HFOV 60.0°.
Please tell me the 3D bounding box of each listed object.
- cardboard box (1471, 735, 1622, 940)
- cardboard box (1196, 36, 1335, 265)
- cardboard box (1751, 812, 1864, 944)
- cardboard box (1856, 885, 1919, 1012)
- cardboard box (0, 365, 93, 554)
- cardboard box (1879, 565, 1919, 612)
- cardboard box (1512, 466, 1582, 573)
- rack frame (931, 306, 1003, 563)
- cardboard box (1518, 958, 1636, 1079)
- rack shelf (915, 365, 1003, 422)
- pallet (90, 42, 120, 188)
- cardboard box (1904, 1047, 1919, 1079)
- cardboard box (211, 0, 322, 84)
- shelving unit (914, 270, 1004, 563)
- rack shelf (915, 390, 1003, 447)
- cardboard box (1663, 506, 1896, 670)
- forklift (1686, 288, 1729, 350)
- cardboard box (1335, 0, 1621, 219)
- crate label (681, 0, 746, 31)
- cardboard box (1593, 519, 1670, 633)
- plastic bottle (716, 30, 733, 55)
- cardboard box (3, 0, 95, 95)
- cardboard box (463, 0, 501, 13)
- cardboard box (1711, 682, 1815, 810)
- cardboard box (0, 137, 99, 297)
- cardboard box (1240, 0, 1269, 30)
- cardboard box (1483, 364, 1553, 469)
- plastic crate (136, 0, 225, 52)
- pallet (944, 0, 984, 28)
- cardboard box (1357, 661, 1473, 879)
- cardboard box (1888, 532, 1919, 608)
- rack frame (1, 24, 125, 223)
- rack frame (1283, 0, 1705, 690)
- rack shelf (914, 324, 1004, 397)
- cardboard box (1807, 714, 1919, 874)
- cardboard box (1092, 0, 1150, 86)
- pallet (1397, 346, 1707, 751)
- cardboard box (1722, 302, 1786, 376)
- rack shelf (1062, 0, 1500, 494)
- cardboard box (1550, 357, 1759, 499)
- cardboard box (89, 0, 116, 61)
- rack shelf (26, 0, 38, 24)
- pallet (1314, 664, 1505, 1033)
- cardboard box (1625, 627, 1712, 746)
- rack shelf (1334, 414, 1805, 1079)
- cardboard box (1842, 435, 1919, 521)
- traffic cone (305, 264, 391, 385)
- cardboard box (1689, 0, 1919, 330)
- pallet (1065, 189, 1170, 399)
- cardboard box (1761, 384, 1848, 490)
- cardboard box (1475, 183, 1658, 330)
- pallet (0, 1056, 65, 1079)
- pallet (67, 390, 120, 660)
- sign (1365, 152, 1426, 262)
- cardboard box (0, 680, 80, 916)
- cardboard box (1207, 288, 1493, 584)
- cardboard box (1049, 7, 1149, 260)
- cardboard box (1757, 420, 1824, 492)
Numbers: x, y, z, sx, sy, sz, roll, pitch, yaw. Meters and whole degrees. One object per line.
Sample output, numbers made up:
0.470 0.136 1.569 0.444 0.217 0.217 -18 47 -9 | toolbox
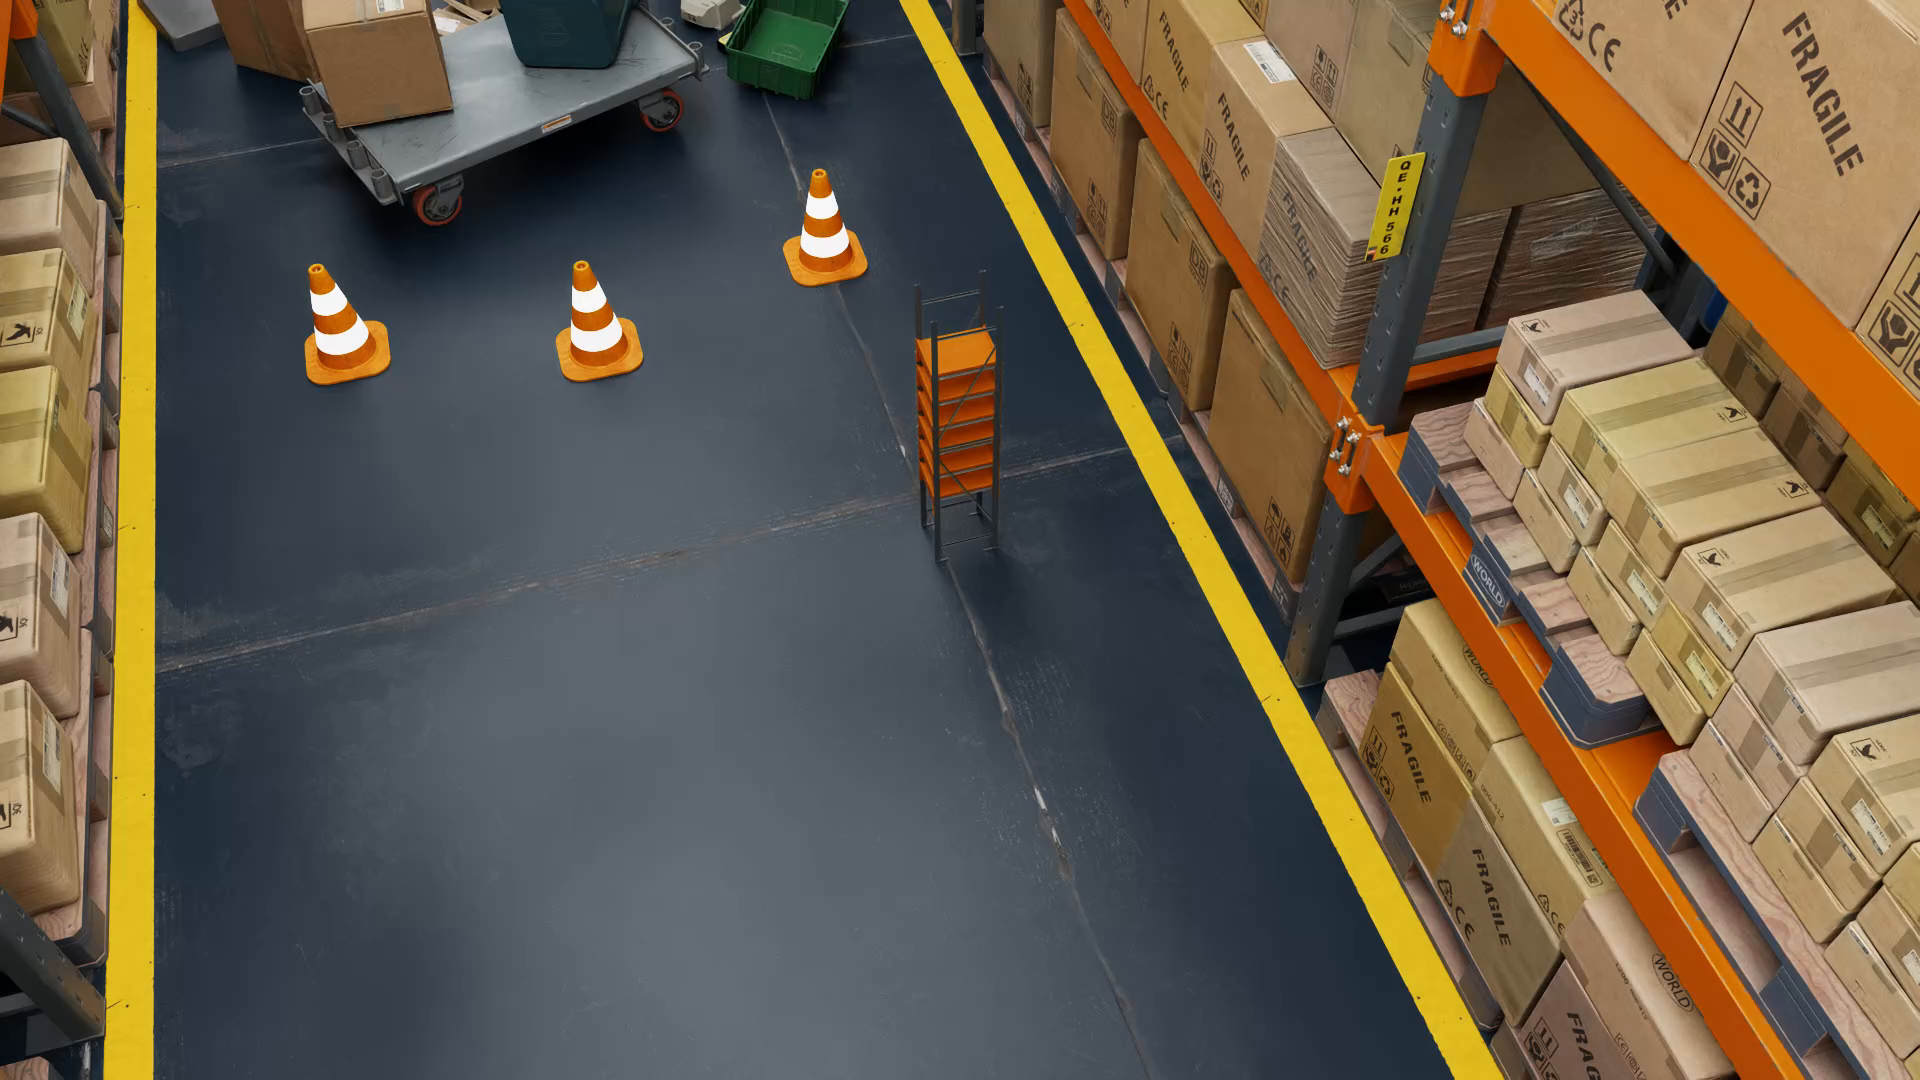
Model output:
1.761 0.757 4.520 0.500 0.250 0.500 -14 51 -11 | cardboard box
1.102 -1.266 5.290 0.500 0.500 0.500 -13 51 -11 | cardboard box
1.972 0.685 3.600 0.380 0.149 0.250 -13 51 -10 | cardboard box
2.055 0.784 3.322 0.380 0.149 0.250 -12 51 -10 | cardboard box
-3.663 -0.203 5.904 0.950 0.372 0.625 -12 51 -10 | cardboard box
2.441 0.154 4.048 0.380 0.149 0.250 -14 51 -11 | cardboard box
1.657 -0.087 4.251 0.380 0.149 0.250 -11 51 -9 | cardboard box
0.023 -0.330 5.744 0.240 1.200 0.006 -13 51 -11 | rack frame
1.912 1.384 4.481 0.500 0.500 0.500 -14 51 -12 | cardboard box
-0.004 -0.523 5.651 0.258 0.103 0.180 -13 51 -11 | rack shelf
-4.476 -1.913 7.725 1.003 0.211 1.213 -13 51 -11 | pallet
2.126 1.070 3.275 0.380 0.149 0.250 -11 51 -9 | cardboard box
-3.261 -2.615 8.126 0.500 0.500 0.500 18 52 14 | cardboard box
-0.004 -0.397 5.800 0.258 1.200 0.189 -13 51 -11 | shelving unit
-0.004 -0.446 5.742 0.258 0.103 0.180 -13 51 -11 | rack shelf
1.818 0.104 3.701 0.380 0.149 0.250 -15 52 -12 | cardboard box
4.312 -2.149 6.145 1.130 2.935 3.031 37 59 27 | forklift
1.515 -1.285 4.652 0.700 0.500 0.500 -14 51 -11 | cardboard box
-1.273 -2.726 8.458 0.250 0.136 0.298 26 55 20 | crate label
1.753 0.039 3.950 0.380 0.149 0.250 -15 51 -12 | cardboard box
-1.068 -2.436 8.263 0.283 0.061 0.133 35 58 26 | plastic bottle
-4.160 -2.312 7.270 0.500 0.500 0.500 -11 51 -9 | cardboard box
-2.204 -3.098 8.444 0.797 0.637 0.503 -13 51 -11 | cardboard box
1.901 0.406 3.641 0.380 0.149 0.250 -13 51 -11 | cardboard box
-4.086 -1.235 6.773 0.950 0.372 0.625 -13 51 -11 | cardboard box
1.210 -2.029 5.279 0.700 0.500 0.500 -14 51 -12 | cardboard box
1.589 -0.353 4.281 0.380 0.149 0.250 -11 51 -9 | cardboard box
-3.925 -2.720 8.491 0.402 0.080 0.583 -30 56 -23 | plastic crate
0.305 -3.196 8.807 1.003 0.211 1.213 -13 51 -11 | pallet
1.604 0.644 5.106 0.500 0.500 0.500 -15 52 -13 | cardboard box
2.454 0.076 3.919 0.380 0.149 0.250 -13 51 -11 | cardboard box
-4.244 -2.329 6.252 1.000 3.000 0.127 -13 51 -11 | rack frame
1.638 -0.601 4.795 1.000 3.000 0.127 -13 51 -11 | rack frame
-0.004 -0.601 5.559 0.258 0.103 0.180 -13 51 -11 | rack shelf
1.980 0.494 3.372 0.380 0.149 0.250 -12 51 -10 | cardboard box
0.799 -2.004 5.912 0.500 0.500 0.500 -13 51 -10 | cardboard box
1.951 -0.042 4.449 1.213 0.211 1.003 -13 51 -11 | pallet
2.221 -0.593 4.288 0.380 0.149 0.250 -15 52 -12 | cardboard box
1.047 -1.830 6.301 1.077 0.370 4.000 -13 51 -11 | rack shelf
1.672 -0.270 4.016 0.380 0.149 0.250 -15 51 -12 | cardboard box
-4.329 -2.458 7.884 0.500 0.250 0.500 -11 51 -9 | cardboard box
-4.835 -3.558 7.758 1.077 0.370 4.000 -13 51 -11 | rack shelf
1.868 0.869 5.379 1.003 0.211 1.213 -13 51 -11 | pallet
1.818 0.307 3.919 0.380 0.149 0.250 -11 51 -9 | cardboard box
2.230 1.092 3.838 1.077 0.370 4.000 -13 51 -11 | rack shelf
2.371 -0.217 3.972 0.380 0.149 0.250 -12 51 -10 | cardboard box
-2.539 -0.922 6.725 0.336 0.463 0.334 -13 51 -11 | traffic cone
1.707 -0.759 2.901 0.500 0.500 0.500 -13 51 -11 | cardboard box
1.120 -1.184 7.110 1.003 0.211 1.213 -13 51 -11 | pallet
2.300 -0.299 4.235 0.380 0.149 0.250 -12 51 -10 | cardboard box
1.763 -1.022 5.084 0.500 0.500 0.500 -13 51 -11 | cardboard box
-2.900 2.084 4.355 1.003 0.211 1.213 -13 51 -11 | pallet
-3.647 0.031 6.086 1.003 0.211 1.213 -13 51 -11 | pallet
1.109 -0.846 4.244 0.100 0.325 0.005 -13 51 -11 | sign
-3.218 0.889 4.983 0.950 0.372 0.625 -16 52 -13 | cardboard box
1.544 -0.476 5.886 1.050 0.750 0.750 -14 51 -11 | cardboard box
1.006 -1.794 6.997 1.050 0.750 0.750 -13 51 -11 | cardboard box
2.295 -0.217 4.361 0.380 0.149 0.250 -13 51 -11 | cardboard box
